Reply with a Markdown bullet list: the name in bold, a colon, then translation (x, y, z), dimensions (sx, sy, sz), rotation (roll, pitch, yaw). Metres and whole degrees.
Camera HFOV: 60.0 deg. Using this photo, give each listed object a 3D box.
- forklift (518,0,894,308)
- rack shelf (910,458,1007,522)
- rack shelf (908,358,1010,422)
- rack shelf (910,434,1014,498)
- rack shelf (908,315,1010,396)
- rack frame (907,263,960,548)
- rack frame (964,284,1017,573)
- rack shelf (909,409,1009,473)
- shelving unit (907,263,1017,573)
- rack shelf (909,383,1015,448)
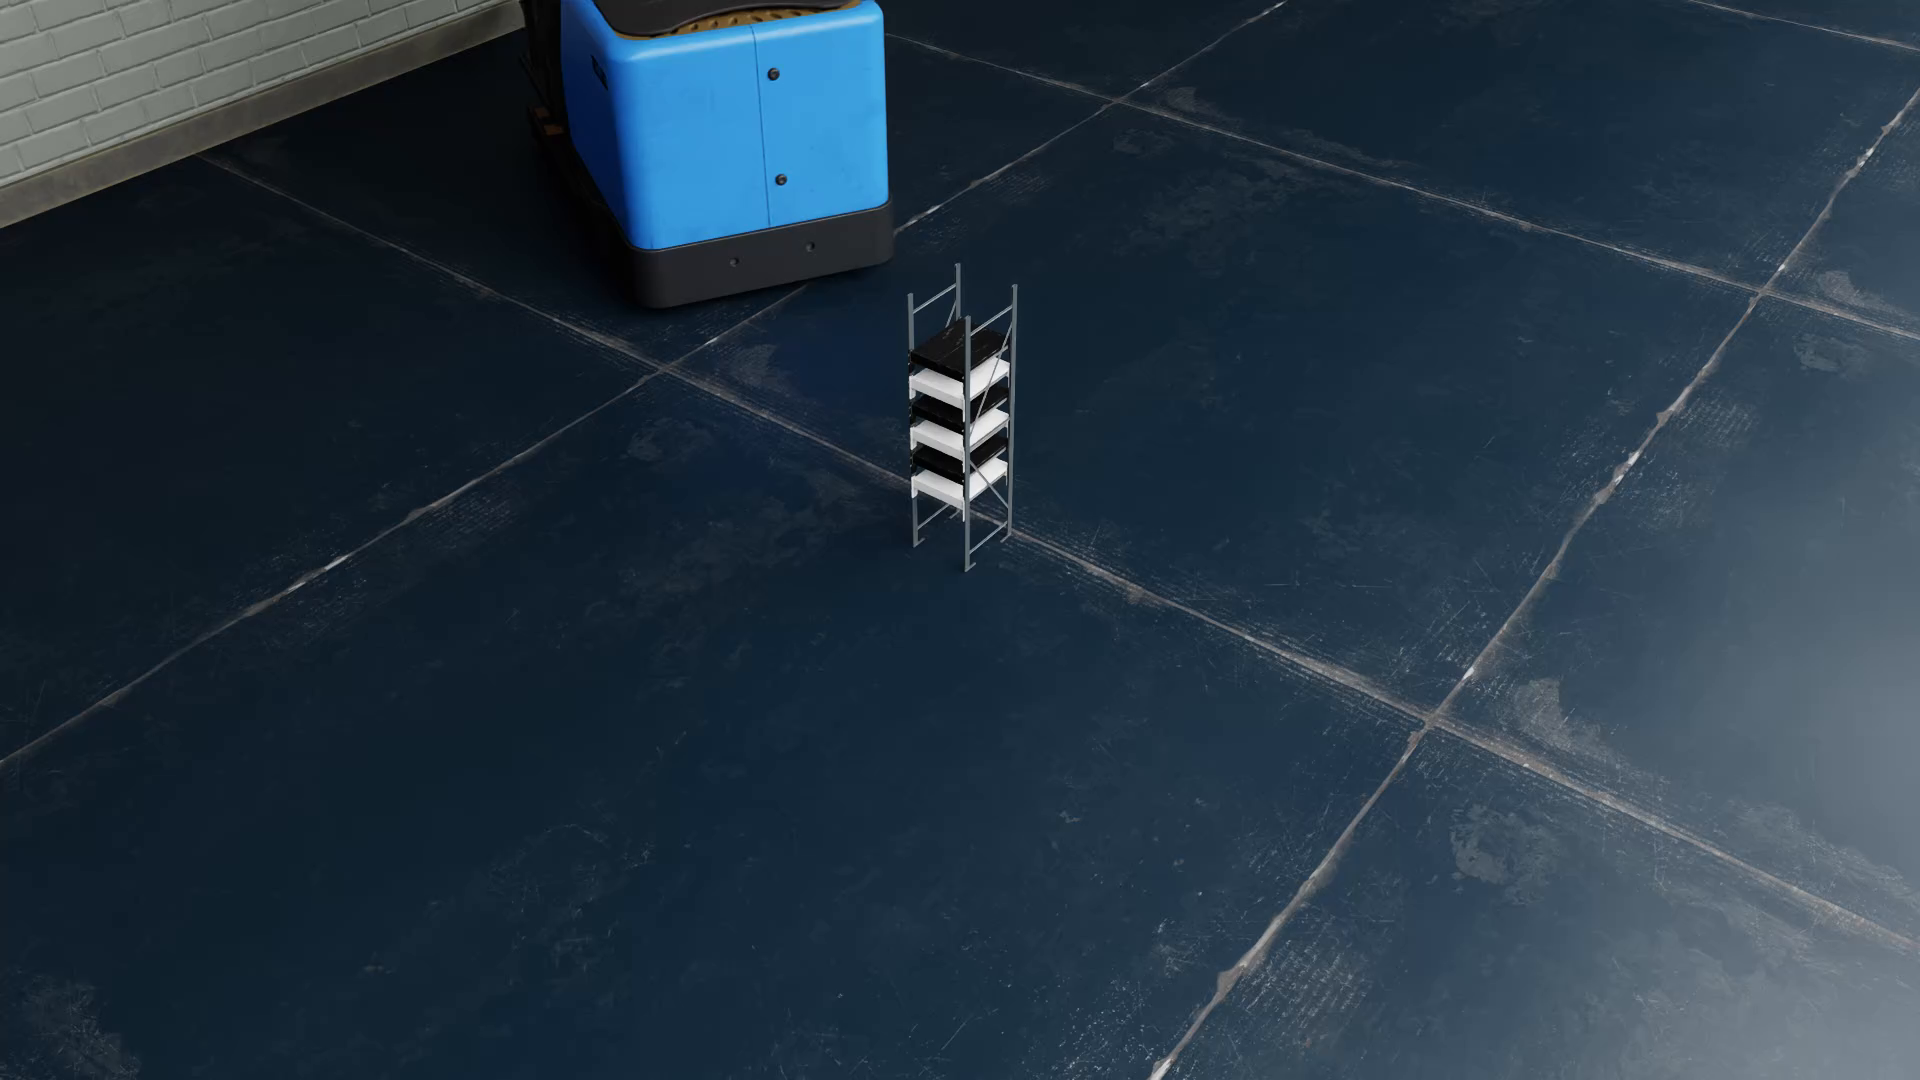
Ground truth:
- **forklift**: translation (-1.306, -2.930, 6.615), dimensions (1.130, 2.935, 3.031), rotation (-15, 40, -18)
- **rack shelf**: translation (0.006, -0.183, 5.100), dimensions (0.200, 0.077, 0.258), rotation (25, 45, 29)
- **rack shelf**: translation (0.006, -0.467, 4.878), dimensions (0.200, 0.077, 0.258), rotation (25, 45, 29)
- **rack shelf**: translation (0.006, -0.254, 5.045), dimensions (0.200, 0.077, 0.258), rotation (25, 45, 29)
- **rack shelf**: translation (0.006, -0.538, 4.823), dimensions (0.200, 0.077, 0.258), rotation (25, 45, 29)
- **rack frame**: translation (-0.074, -0.389, 5.017), dimensions (0.006, 0.900, 0.240), rotation (25, 45, 29)
- **rack frame**: translation (0.087, -0.313, 4.920), dimensions (0.006, 0.900, 0.240), rotation (25, 45, 29)
- **rack shelf**: translation (0.006, -0.325, 4.989), dimensions (0.200, 0.077, 0.258), rotation (25, 45, 29)
- **shelving unit**: translation (0.006, -0.351, 4.969), dimensions (0.210, 0.900, 0.258), rotation (25, 45, 29)
- **rack shelf**: translation (0.006, -0.396, 4.934), dimensions (0.200, 0.077, 0.258), rotation (25, 45, 29)
